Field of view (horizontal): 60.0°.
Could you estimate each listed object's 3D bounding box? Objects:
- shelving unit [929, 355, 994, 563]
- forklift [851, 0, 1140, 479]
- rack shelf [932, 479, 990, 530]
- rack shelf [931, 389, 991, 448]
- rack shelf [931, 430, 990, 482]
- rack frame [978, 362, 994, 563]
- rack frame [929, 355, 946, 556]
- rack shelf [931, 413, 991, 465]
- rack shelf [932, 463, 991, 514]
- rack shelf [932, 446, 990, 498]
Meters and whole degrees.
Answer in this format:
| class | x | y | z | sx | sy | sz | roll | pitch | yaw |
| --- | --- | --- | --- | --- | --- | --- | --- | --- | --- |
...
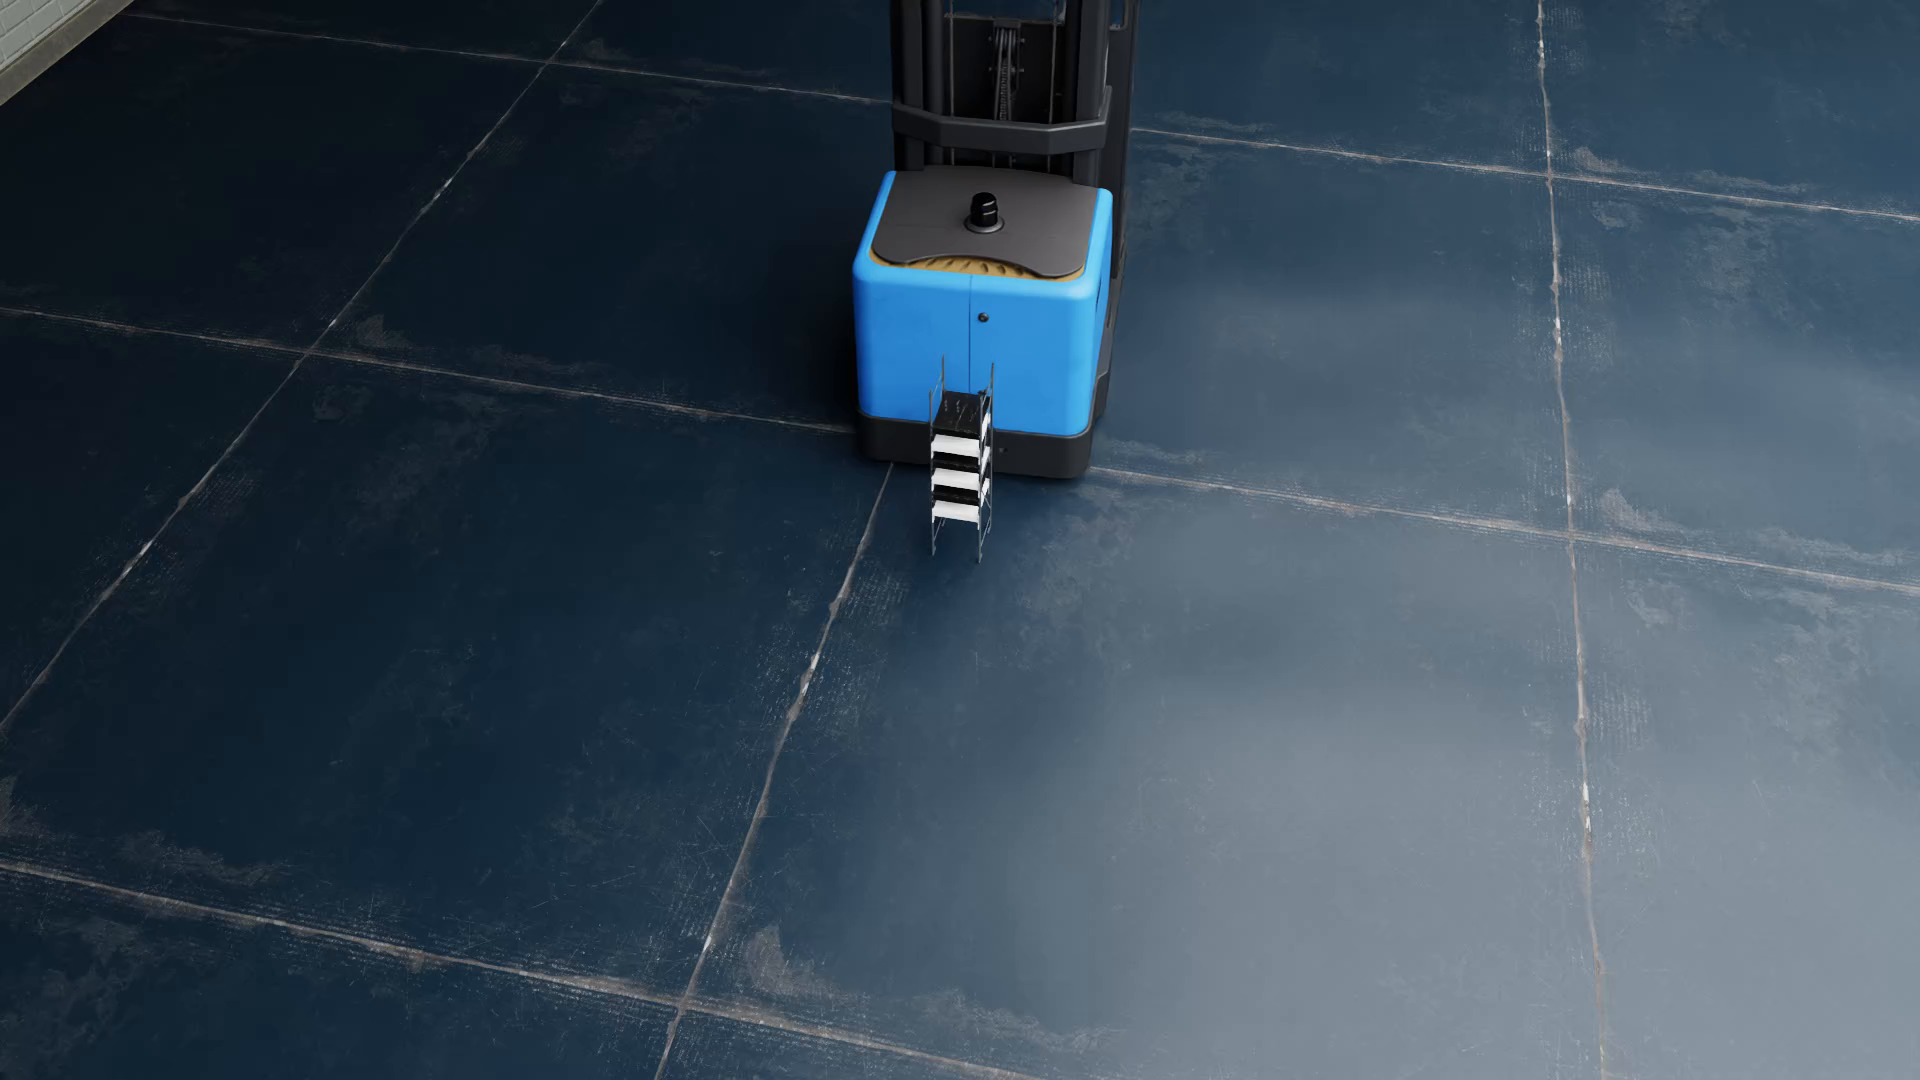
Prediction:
| class | x | y | z | sx | sy | sz | roll | pitch | yaw |
| --- | --- | --- | --- | --- | --- | --- | --- | --- | --- |
| shelving unit | 0.008 | -0.323 | 6.897 | 0.210 | 0.900 | 0.258 | 9 | 45 | 9 |
| forklift | 0.274 | -2.358 | 7.546 | 1.130 | 2.935 | 3.031 | 6 | 44 | 6 |
| rack shelf | 0.008 | -0.169 | 7.045 | 0.200 | 0.077 | 0.258 | 9 | 45 | 9 |
| rack shelf | 0.008 | -0.493 | 6.733 | 0.200 | 0.077 | 0.258 | 9 | 45 | 9 |
| rack shelf | 0.008 | -0.364 | 6.857 | 0.200 | 0.077 | 0.258 | 9 | 45 | 9 |
| rack frame | 0.107 | -0.308 | 6.881 | 0.006 | 0.900 | 0.240 | 9 | 45 | 9 |
| rack frame | -0.091 | -0.338 | 6.913 | 0.006 | 0.900 | 0.240 | 9 | 45 | 9 |
| rack shelf | 0.008 | -0.429 | 6.795 | 0.200 | 0.077 | 0.258 | 9 | 45 | 9 |
| rack shelf | 0.008 | -0.234 | 6.982 | 0.200 | 0.077 | 0.258 | 9 | 45 | 9 |
| rack shelf | 0.008 | -0.299 | 6.920 | 0.200 | 0.077 | 0.258 | 9 | 45 | 9 |
